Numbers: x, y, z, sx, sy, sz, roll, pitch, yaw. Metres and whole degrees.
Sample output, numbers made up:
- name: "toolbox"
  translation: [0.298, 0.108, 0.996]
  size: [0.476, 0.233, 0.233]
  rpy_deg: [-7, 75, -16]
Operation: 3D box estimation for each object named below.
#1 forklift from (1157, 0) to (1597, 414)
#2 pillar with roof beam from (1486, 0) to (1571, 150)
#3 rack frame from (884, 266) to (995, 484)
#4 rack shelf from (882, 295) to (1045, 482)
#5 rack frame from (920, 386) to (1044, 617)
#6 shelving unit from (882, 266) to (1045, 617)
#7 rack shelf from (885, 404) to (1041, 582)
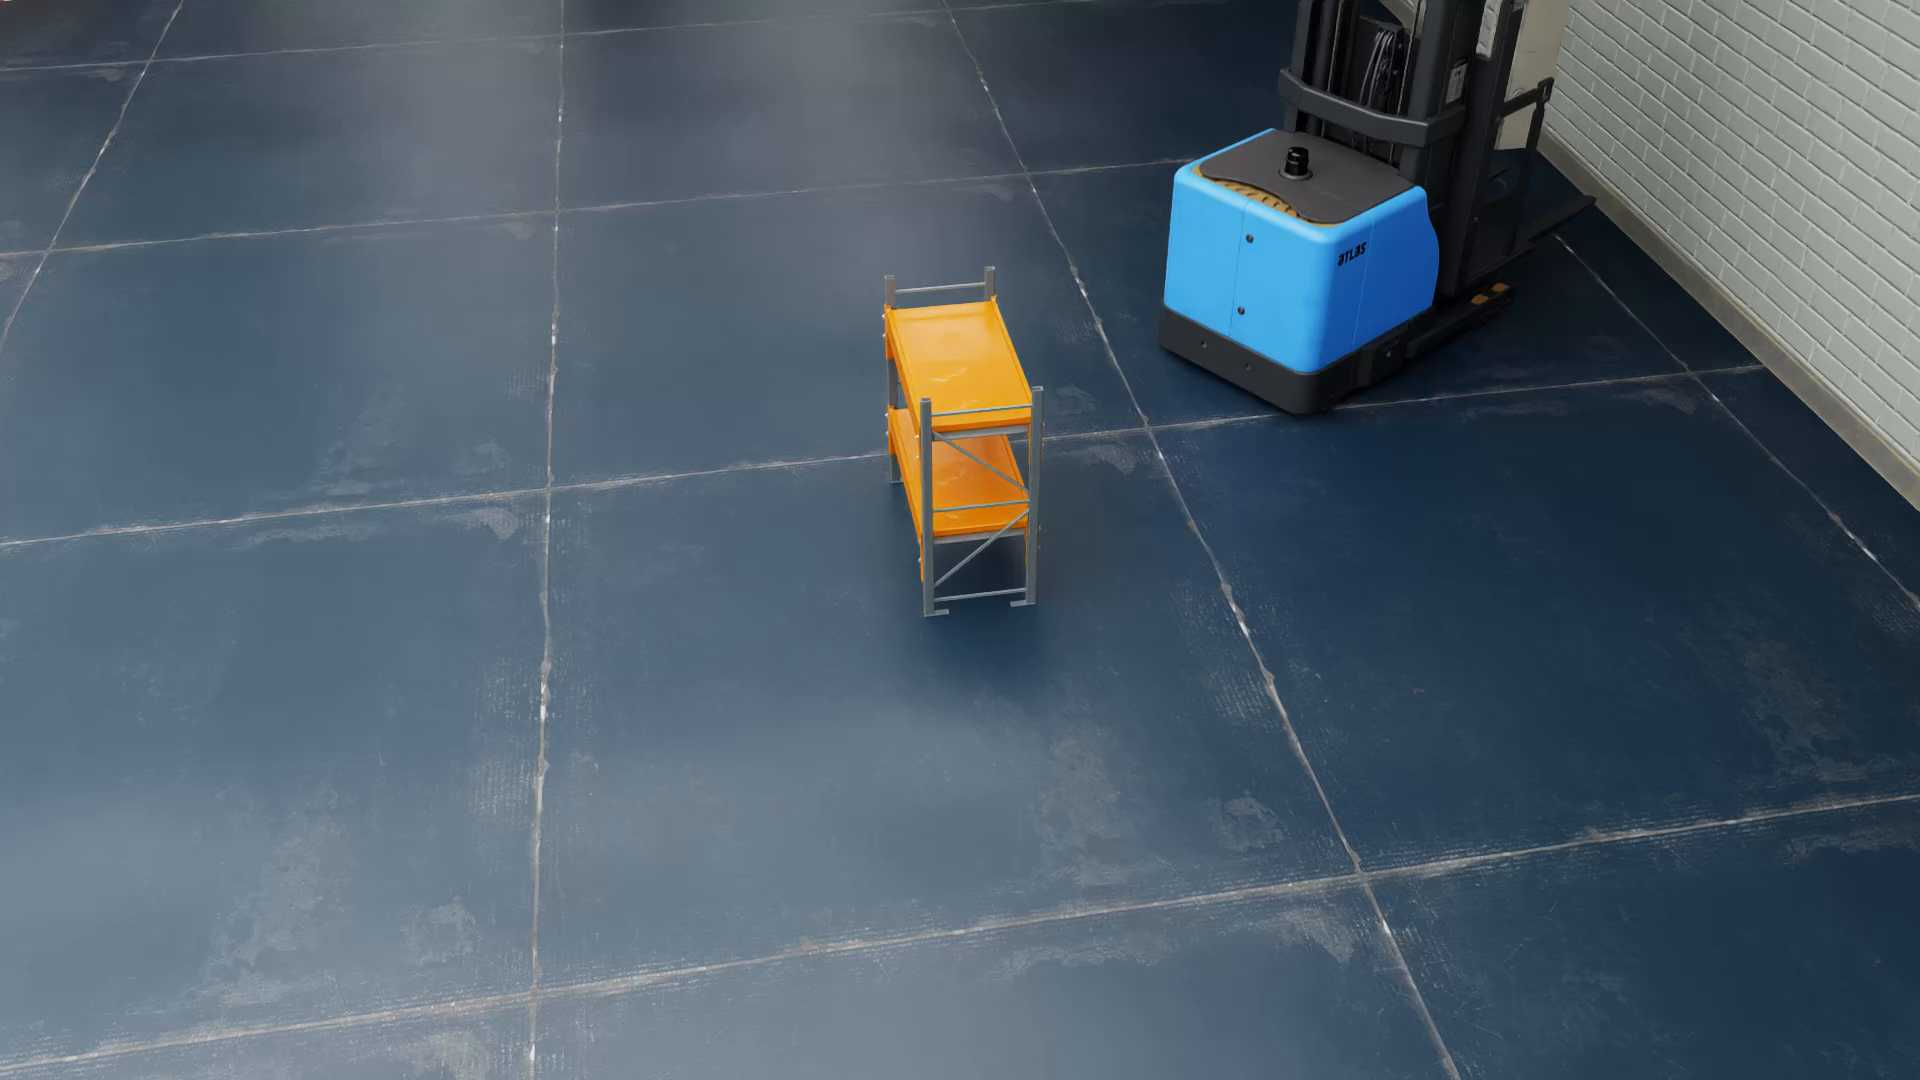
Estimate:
- name: "forklift"
  translation: [2.502, -2.575, 8.675]
  size: [3.031, 2.935, 1.130]
  rpy_deg: [-29, 46, -32]
- name: "pillar with roof beam"
  translation: [-0.543, -5.832, 7.922]
  size: [9.100, 9.000, 0.400]
  rpy_deg: [-6, 38, -8]
- name: "rack frame"
  translation: [-0.090, -0.755, 7.805]
  size: [0.500, 1.125, 0.032]
  rpy_deg: [-6, 38, -8]
- name: "rack shelf"
  translation: [-0.001, -0.679, 7.231]
  size: [0.538, 0.278, 1.000]
  rpy_deg: [-6, 38, -8]
- name: "rack frame"
  translation: [0.088, -0.141, 7.015]
  size: [0.500, 1.125, 0.032]
  rpy_deg: [-6, 38, -8]
- name: "shelving unit"
  translation: [-0.001, -0.448, 7.410]
  size: [0.538, 1.125, 1.048]
  rpy_deg: [-6, 38, -8]
- name: "rack shelf"
  translation: [-0.001, -0.255, 7.560]
  size: [0.538, 0.278, 1.000]
  rpy_deg: [-6, 38, -8]
